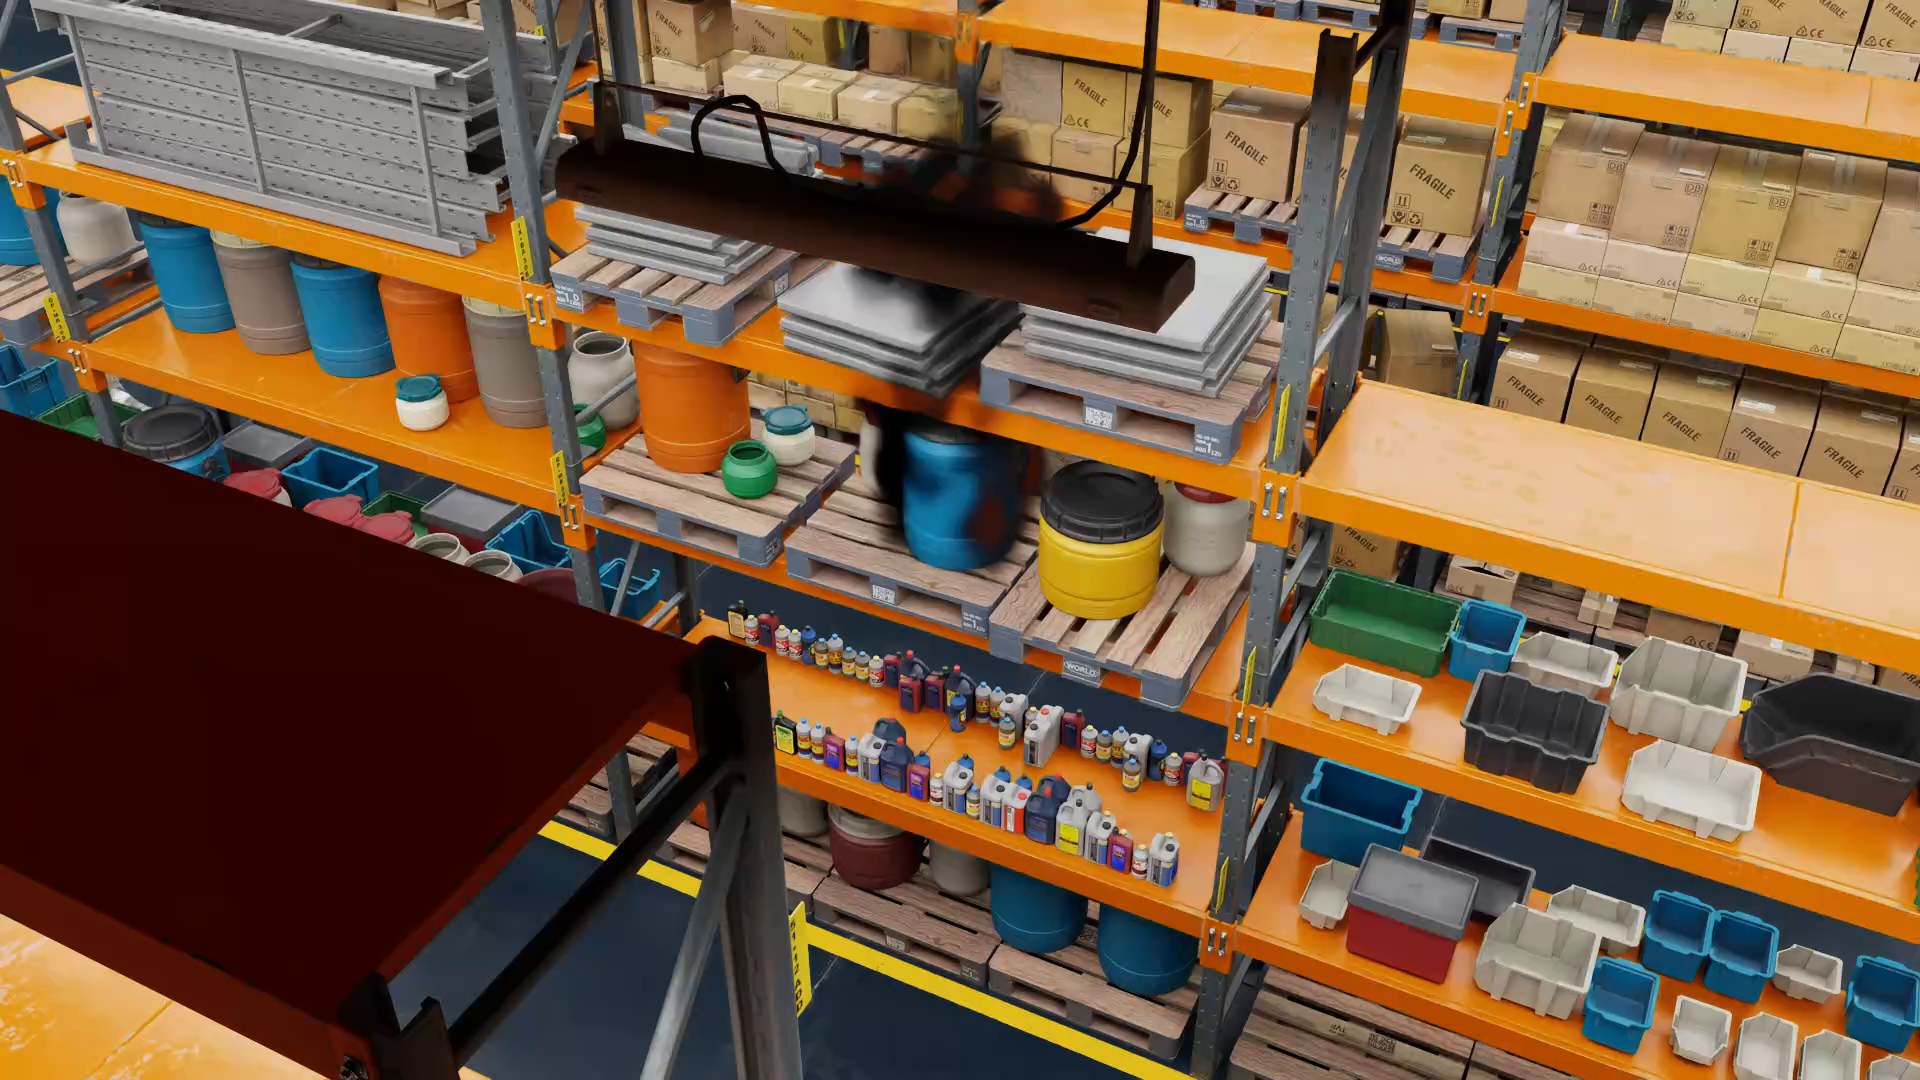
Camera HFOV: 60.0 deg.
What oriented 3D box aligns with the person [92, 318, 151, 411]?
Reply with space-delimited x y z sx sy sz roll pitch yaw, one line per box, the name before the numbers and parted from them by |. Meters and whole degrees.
person | -7.505 -1.667 14.728 0.724 1.747 0.698 12 37 17
